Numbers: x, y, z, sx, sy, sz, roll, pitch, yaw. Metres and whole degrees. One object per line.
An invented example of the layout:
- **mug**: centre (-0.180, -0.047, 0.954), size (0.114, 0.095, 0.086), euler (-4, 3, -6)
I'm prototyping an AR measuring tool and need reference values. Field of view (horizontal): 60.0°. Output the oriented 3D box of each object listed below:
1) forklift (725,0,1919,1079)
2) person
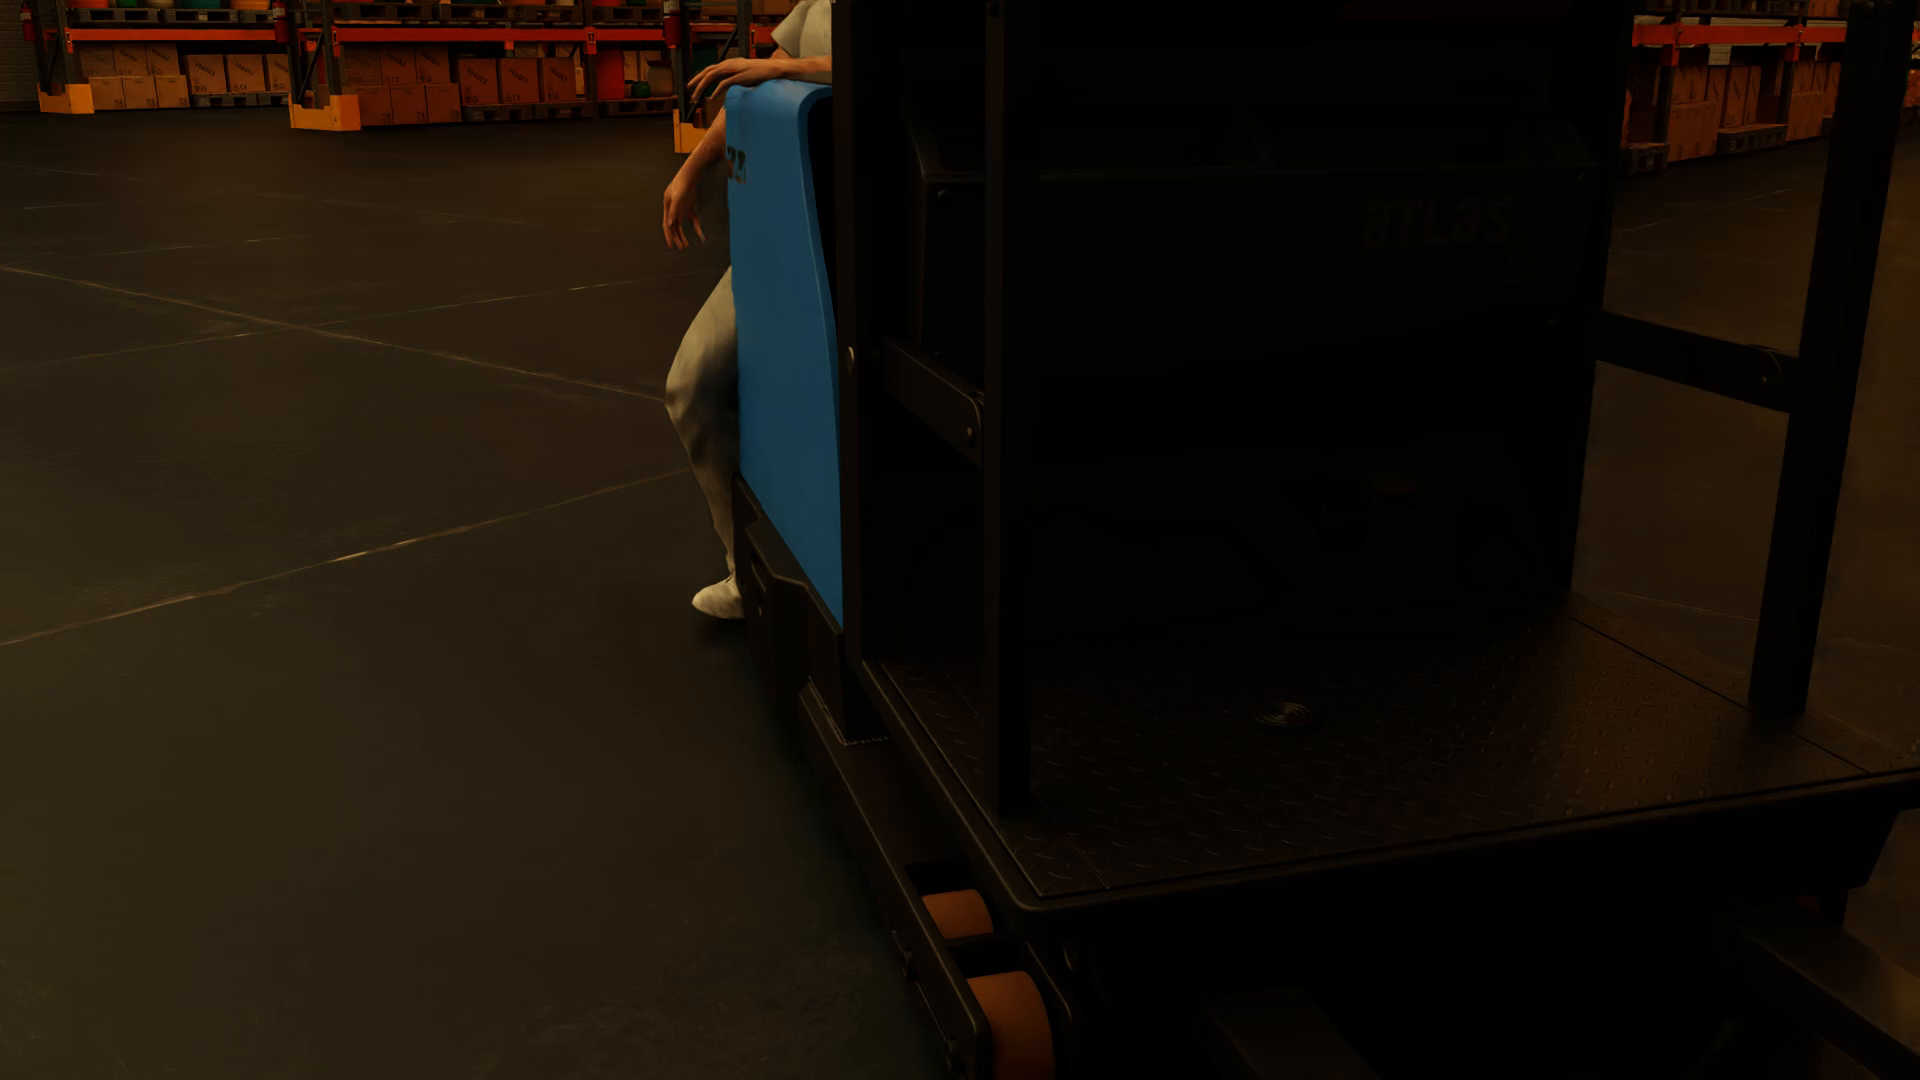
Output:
- **forklift**: centre (0.447, -0.888, 1.820), size (1.130, 2.935, 3.031), euler (-5, 18, -16)
- **person**: centre (-0.249, -0.599, 3.241), size (0.766, 1.533, 0.776), euler (6, 18, 20)
